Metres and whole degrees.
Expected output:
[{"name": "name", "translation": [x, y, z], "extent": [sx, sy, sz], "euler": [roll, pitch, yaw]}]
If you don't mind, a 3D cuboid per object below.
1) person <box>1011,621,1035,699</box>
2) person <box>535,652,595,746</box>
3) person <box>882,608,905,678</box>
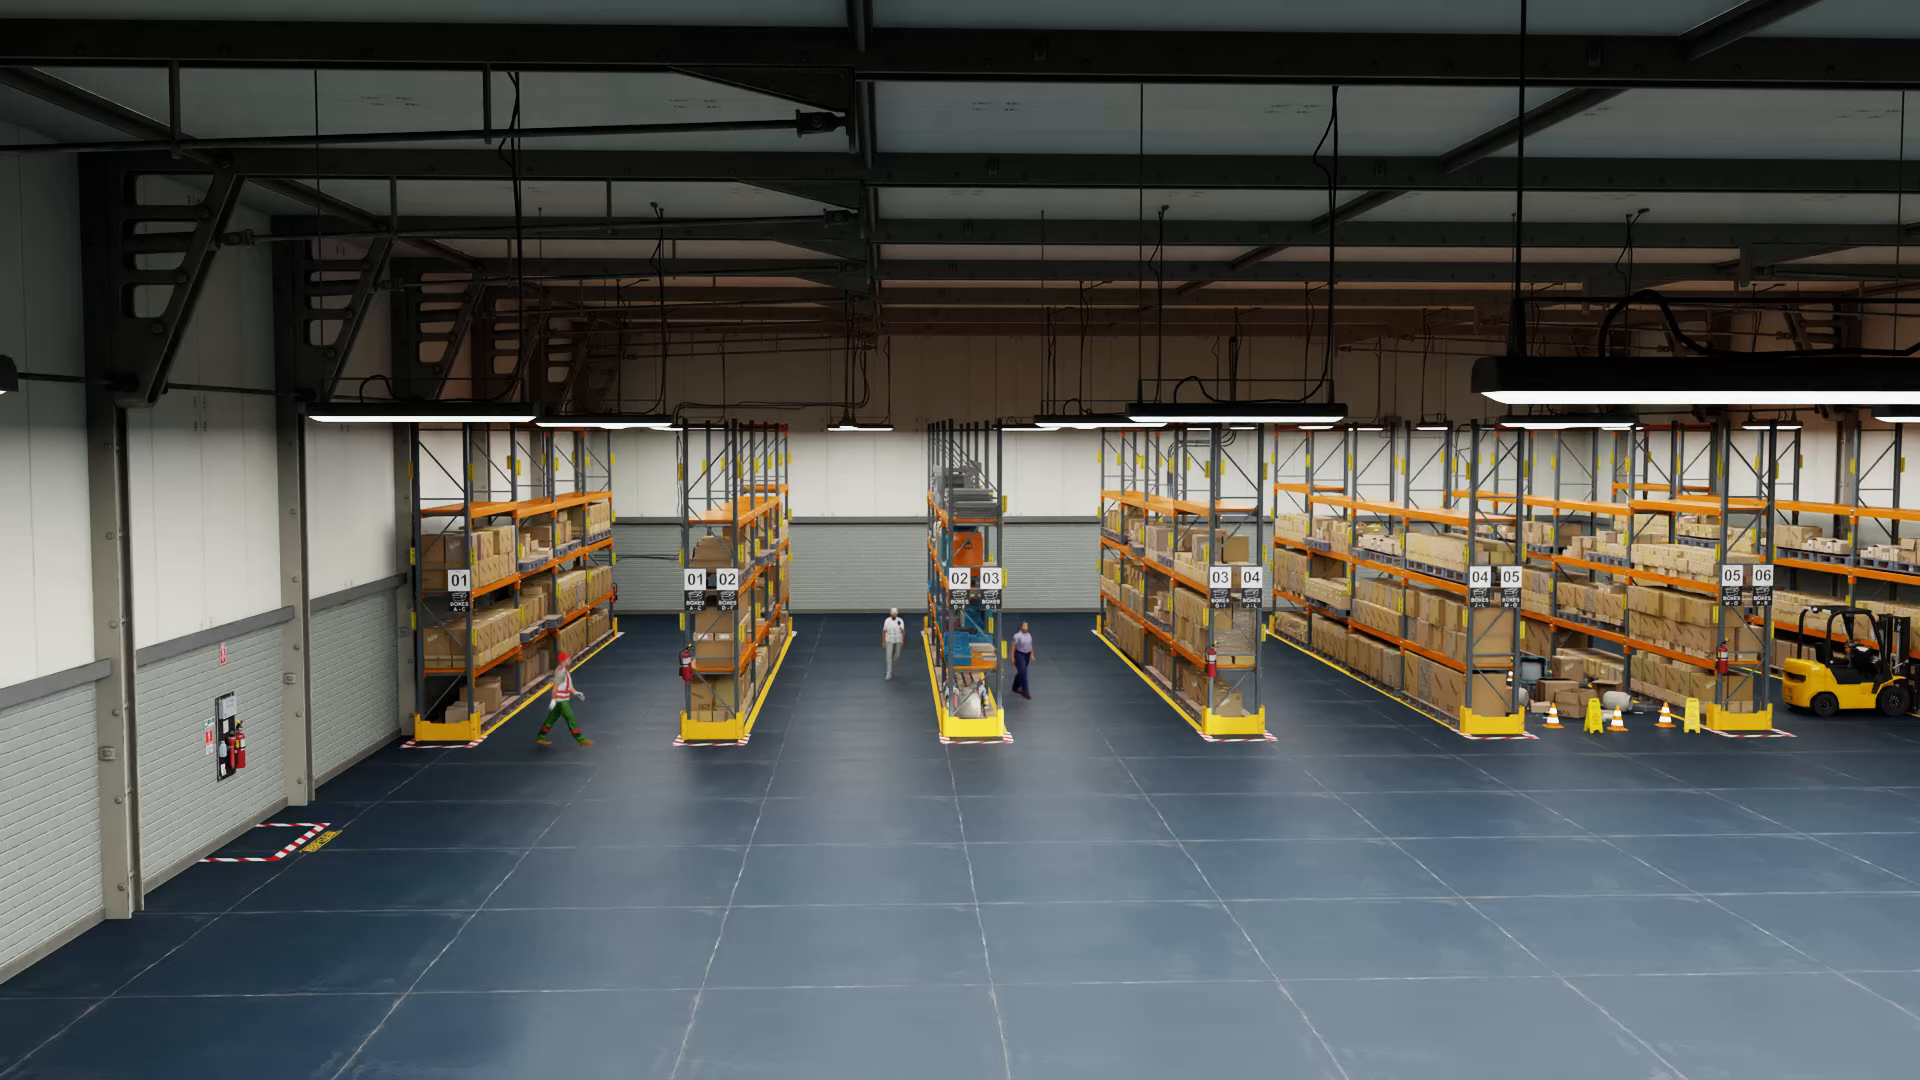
[{"name": "person", "translation": [1.387, 2.605, 36.291], "extent": [0.775, 1.657, 0.514], "euler": [3, 5, 41]}, {"name": "person", "translation": [-7.196, 2.897, 30.268], "extent": [1.120, 1.714, 0.601], "euler": [0, 4, 1]}, {"name": "person", "translation": [-1.553, 2.392, 39.011], "extent": [0.516, 1.606, 0.931], "euler": [-1, 4, -13]}]
